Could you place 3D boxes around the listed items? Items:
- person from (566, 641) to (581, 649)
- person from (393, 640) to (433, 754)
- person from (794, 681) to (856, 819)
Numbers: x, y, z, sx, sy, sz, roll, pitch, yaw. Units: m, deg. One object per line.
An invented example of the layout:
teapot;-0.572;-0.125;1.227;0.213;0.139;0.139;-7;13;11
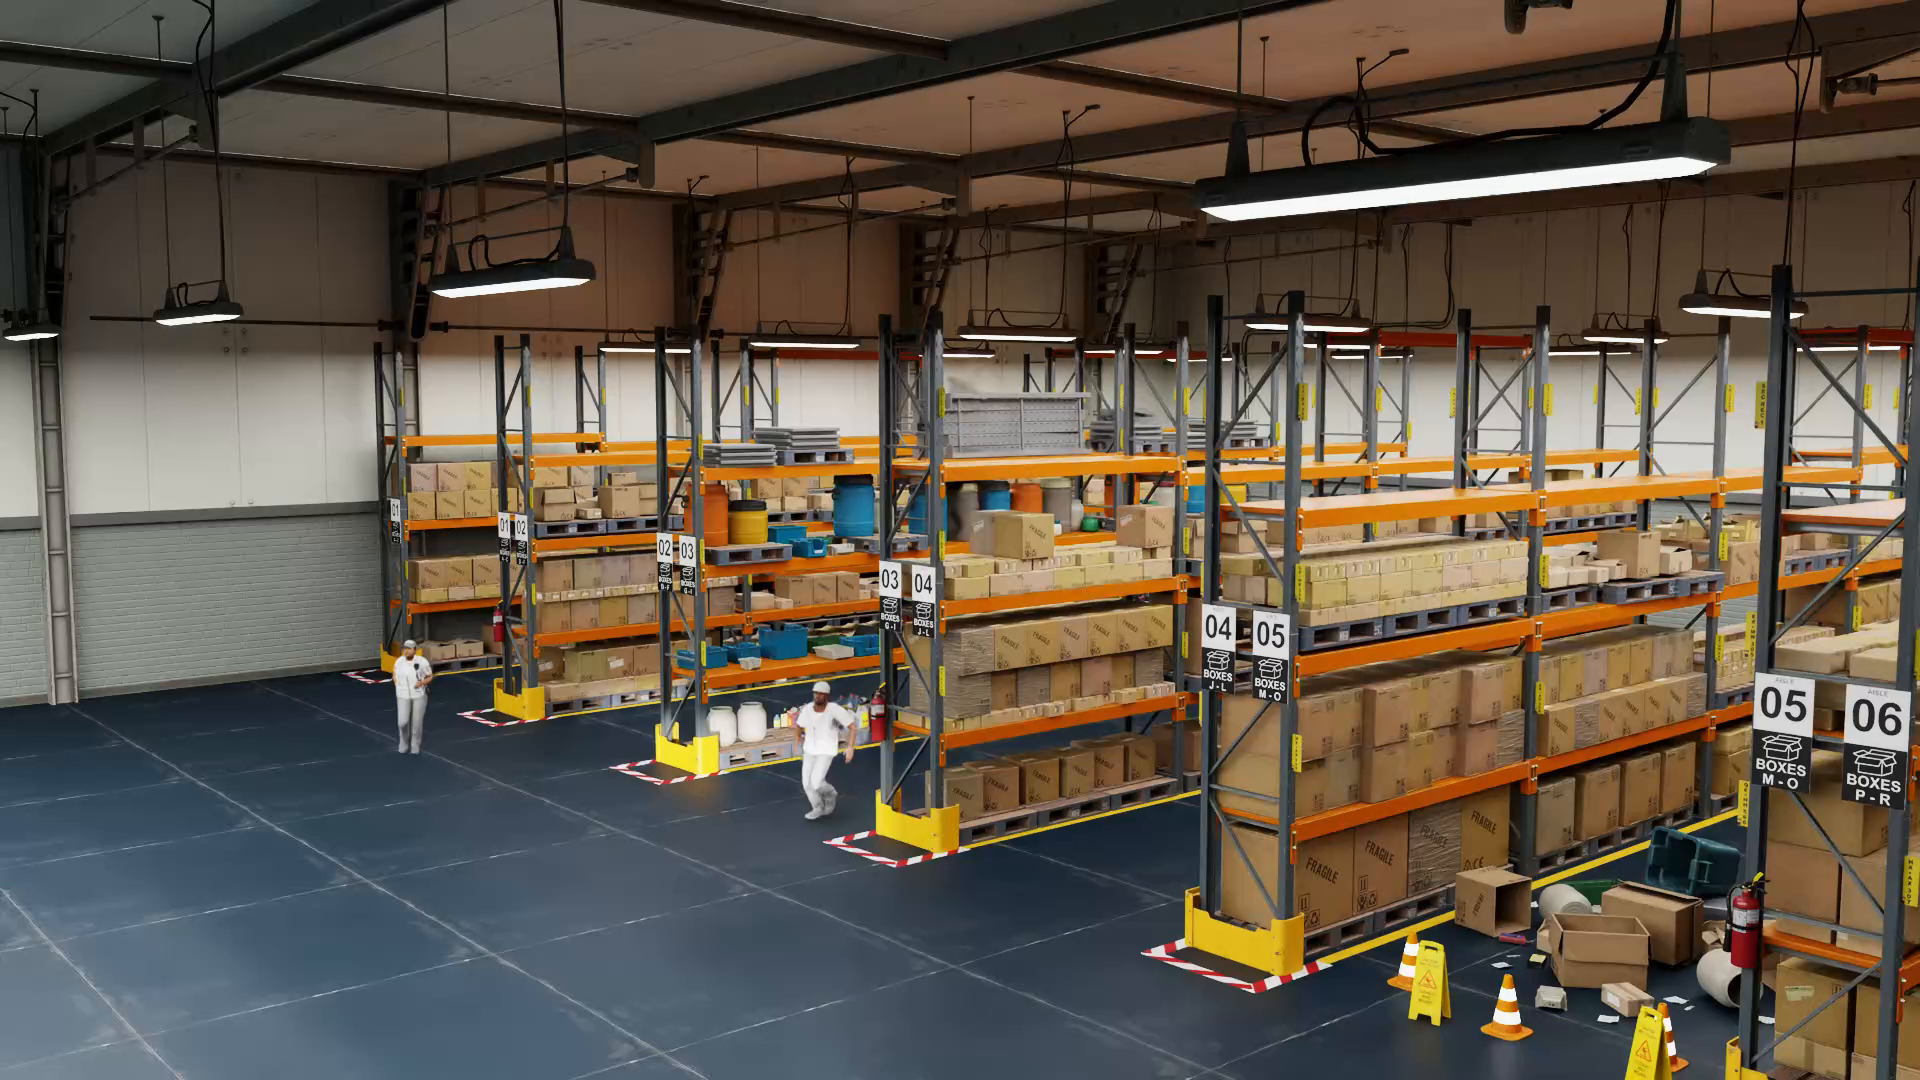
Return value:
person;-6.669;1.692;28.850;0.618;1.669;0.890;5;7;44
person;-7.715;2.217;23.399;0.586;1.633;0.585;-1;5;-8
person;-1.657;2.510;19.755;0.753;1.687;0.564;3;6;27
